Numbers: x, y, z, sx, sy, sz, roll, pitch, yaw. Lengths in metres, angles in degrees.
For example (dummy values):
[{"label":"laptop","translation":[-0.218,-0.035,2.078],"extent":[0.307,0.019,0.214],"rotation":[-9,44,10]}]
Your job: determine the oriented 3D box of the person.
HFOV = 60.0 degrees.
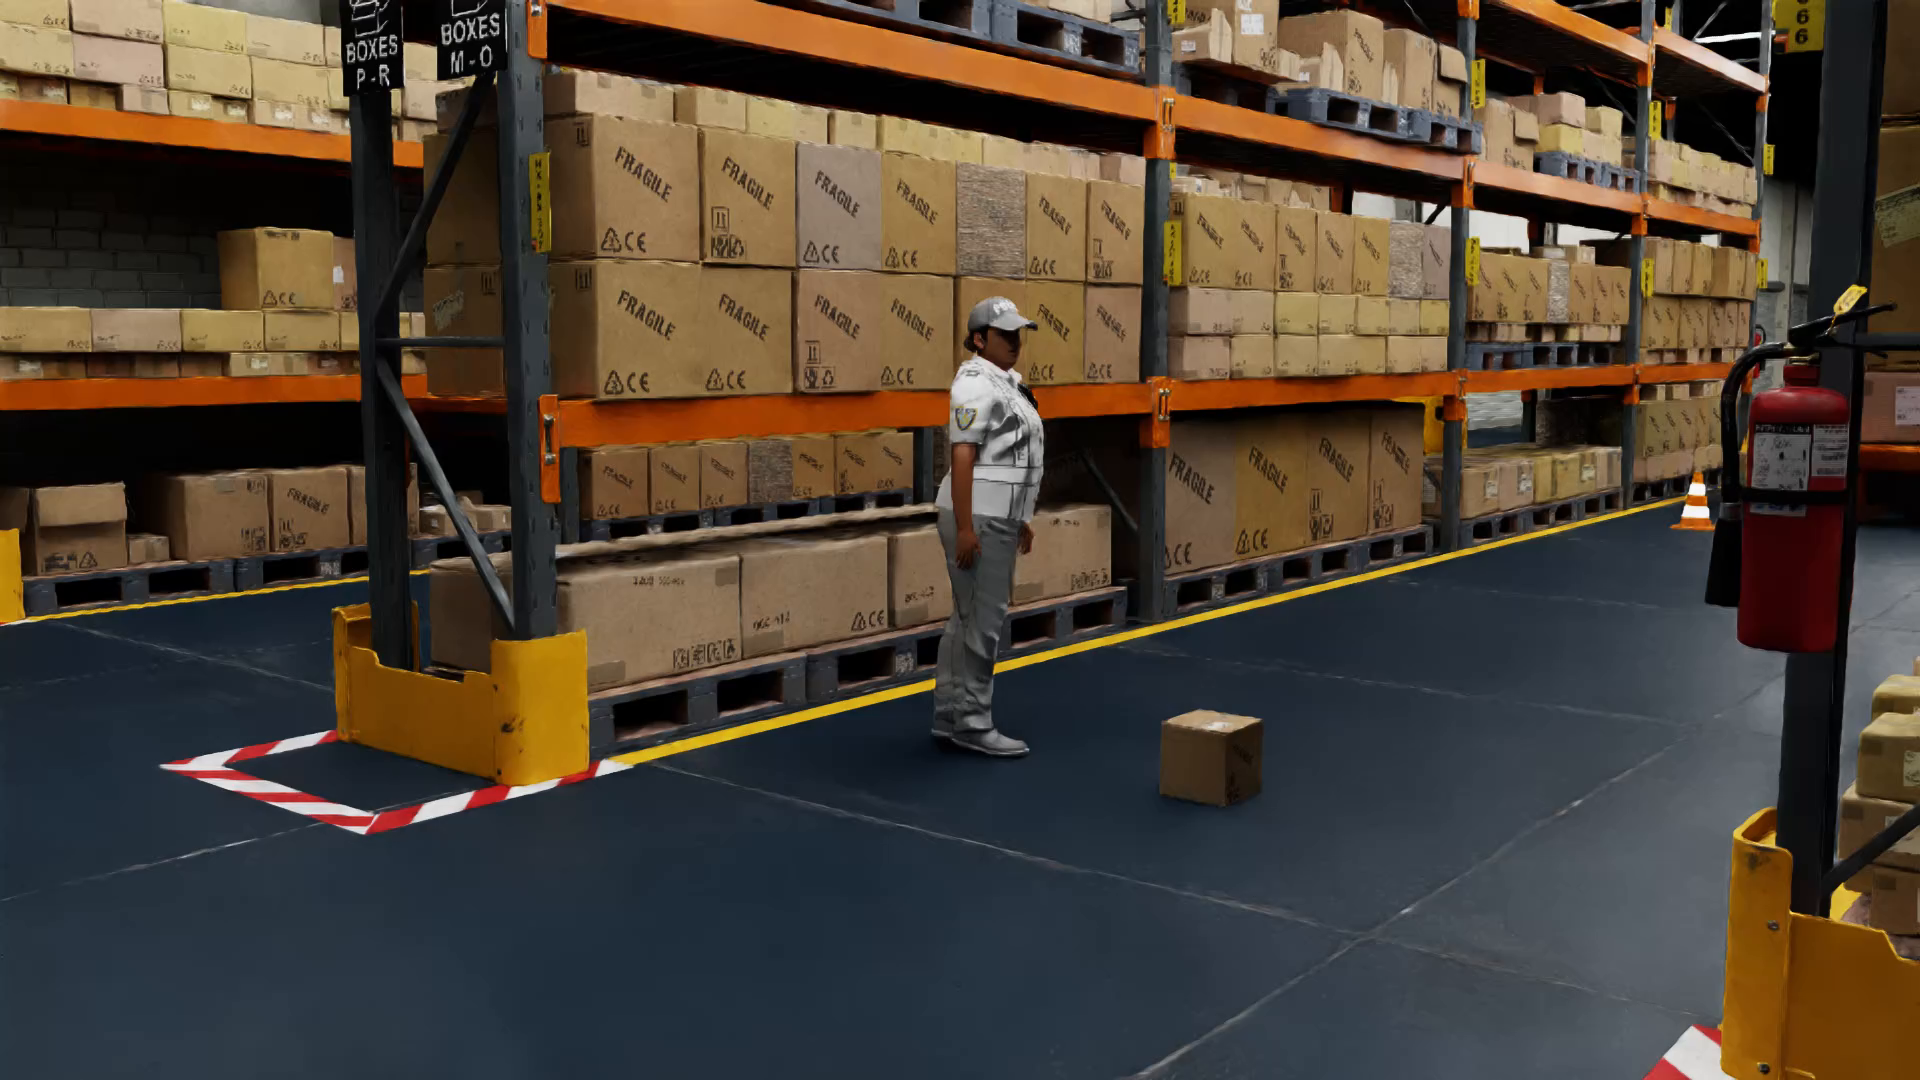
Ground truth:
[{"label":"person","translation":[0.114,-0.059,6.177],"extent":[0.431,1.672,0.539],"rotation":[1,7,8]}]
